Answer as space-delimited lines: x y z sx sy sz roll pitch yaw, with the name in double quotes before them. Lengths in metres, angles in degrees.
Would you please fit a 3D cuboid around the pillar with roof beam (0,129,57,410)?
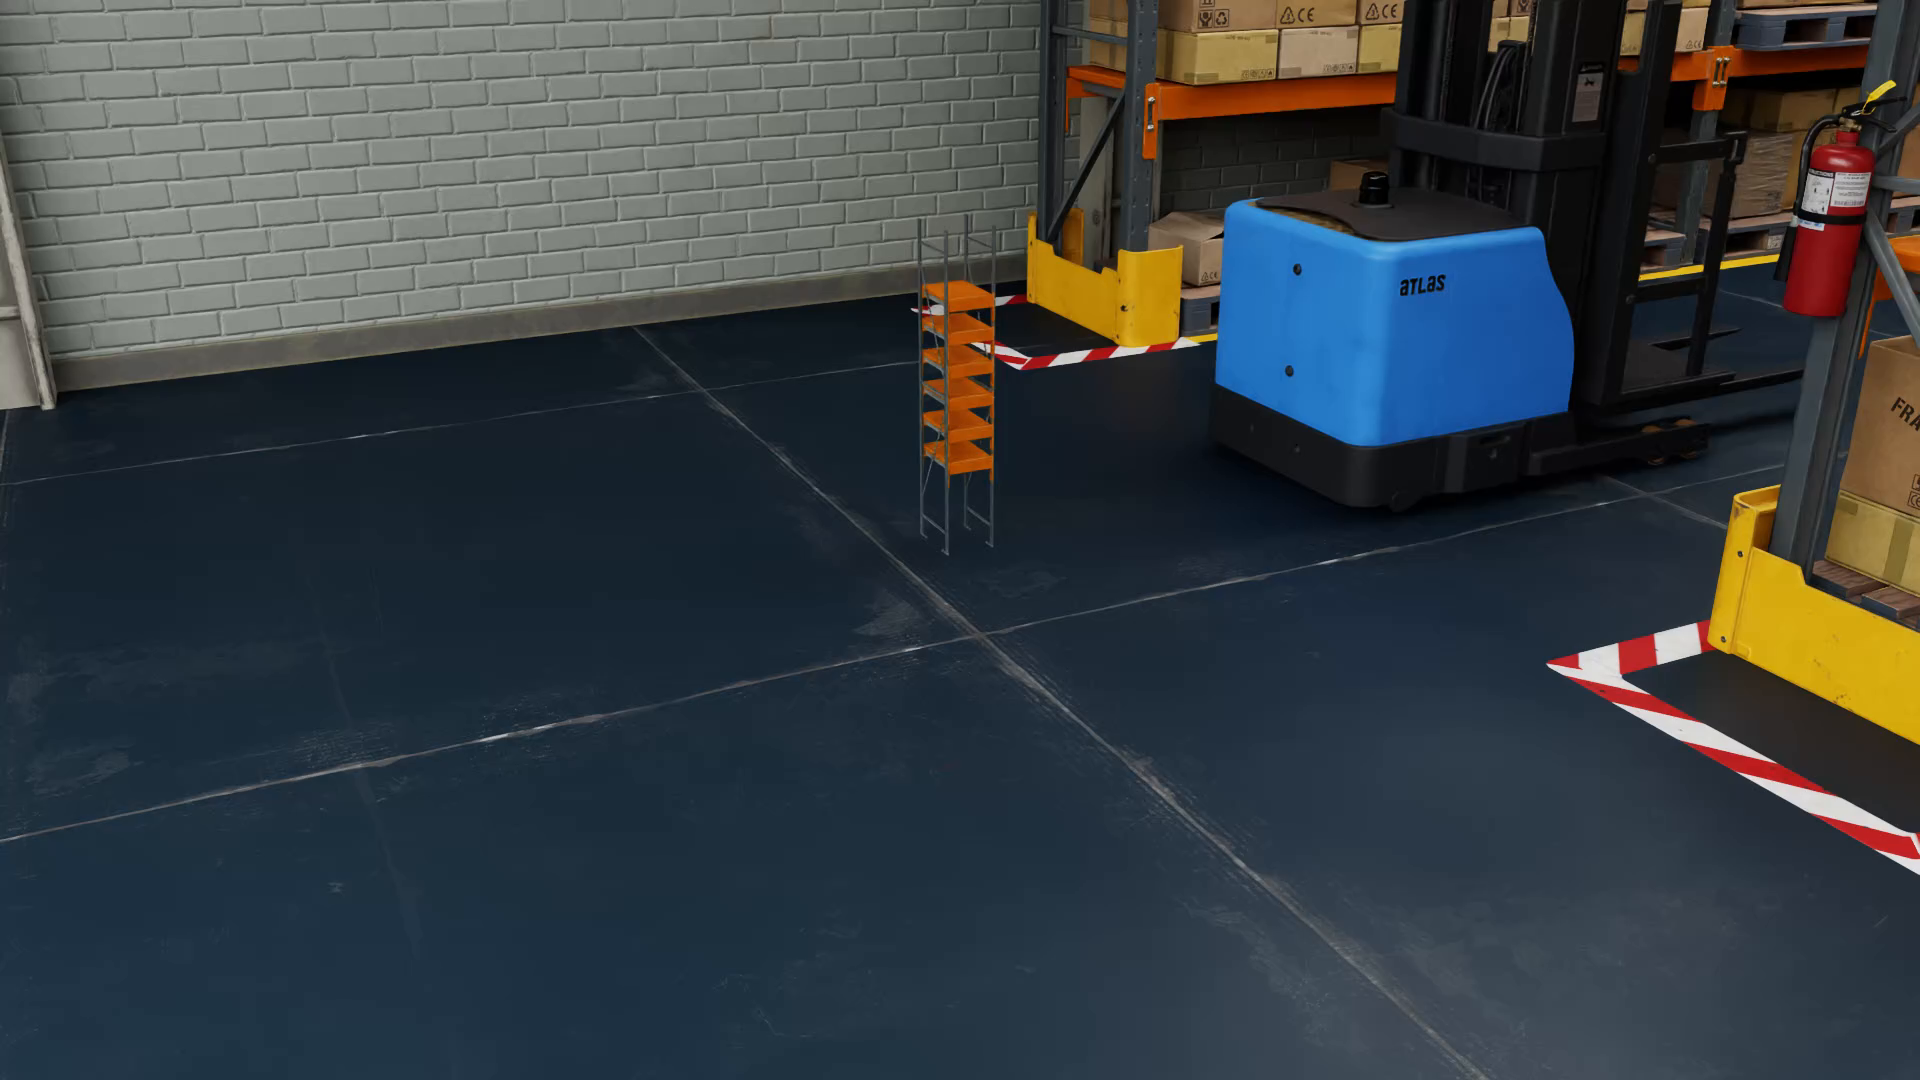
"pillar with roof beam" -2.581 -3.306 2.471 0.400 9.000 9.100 -10 25 -24

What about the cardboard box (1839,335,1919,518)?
"cardboard box" 3.209 -0.354 5.248 0.500 0.500 0.500 -10 25 -24

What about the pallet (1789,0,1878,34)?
"pallet" 6.146 -3.494 11.021 1.213 0.211 1.003 -10 25 -24

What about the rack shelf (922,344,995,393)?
"rack shelf" -0.013 -0.622 5.986 0.180 0.103 0.258 -10 25 -24

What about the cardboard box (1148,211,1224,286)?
"cardboard box" 1.366 -1.643 9.238 0.500 0.311 0.500 -14 26 -30

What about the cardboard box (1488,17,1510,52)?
"cardboard box" 2.660 -2.767 9.182 0.500 0.250 0.500 -10 25 -23

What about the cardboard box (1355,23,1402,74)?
"cardboard box" 2.204 -2.684 8.981 0.500 0.250 0.500 -11 25 -24

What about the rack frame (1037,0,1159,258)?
"rack frame" 0.703 -2.599 8.606 0.127 3.000 1.000 -10 25 -24

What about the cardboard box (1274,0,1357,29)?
"cardboard box" 1.713 -2.939 8.618 0.500 0.500 0.500 -10 25 -23

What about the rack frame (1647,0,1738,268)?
"rack frame" 4.307 -3.262 10.209 0.127 3.000 1.000 -10 25 -24

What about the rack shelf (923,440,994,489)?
"rack shelf" -0.013 -0.289 6.124 0.180 0.103 0.258 -10 25 -24

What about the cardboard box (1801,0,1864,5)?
"cardboard box" 5.287 -3.674 10.499 0.500 0.500 0.700 -8 24 -18

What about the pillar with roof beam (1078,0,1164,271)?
"pillar with roof beam" 2.826 -4.301 4.875 0.400 9.000 9.100 -10 25 -24

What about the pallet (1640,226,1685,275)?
"pallet" 3.718 -1.850 10.443 1.213 0.211 1.003 -10 25 -24

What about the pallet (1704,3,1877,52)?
"pallet" 5.059 -3.250 10.430 1.213 0.211 1.003 -10 25 -24

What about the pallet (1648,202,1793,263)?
"pallet" 5.008 -2.103 11.055 1.213 0.211 1.003 -10 25 -24

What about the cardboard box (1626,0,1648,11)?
"cardboard box" 3.568 -3.279 9.438 0.500 0.500 0.500 -11 25 -24

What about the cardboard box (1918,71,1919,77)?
"cardboard box" 6.745 -3.110 11.554 0.500 0.250 0.500 -10 24 -23

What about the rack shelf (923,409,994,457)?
"rack shelf" -0.013 -0.400 6.078 0.180 0.103 0.258 -10 25 -24

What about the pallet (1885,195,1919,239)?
"pallet" 6.109 -2.307 11.548 1.213 0.211 1.003 -10 25 -24

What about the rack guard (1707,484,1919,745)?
"rack guard" 2.833 0.267 4.952 0.348 0.500 1.175 -10 25 -24

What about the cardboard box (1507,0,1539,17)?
"cardboard box" 3.110 -3.199 9.246 0.500 0.500 0.500 -11 25 -25

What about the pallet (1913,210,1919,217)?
"pallet" 7.207 -2.508 12.033 1.213 0.211 1.003 -10 25 -24

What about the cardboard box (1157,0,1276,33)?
"cardboard box" 1.264 -2.861 8.428 0.500 0.500 0.500 -10 25 -24

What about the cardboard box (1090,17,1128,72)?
"cardboard box" 1.040 -2.683 8.979 0.500 0.250 0.500 -10 25 -23

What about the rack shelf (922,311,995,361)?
"rack shelf" -0.013 -0.733 5.940 0.180 0.103 0.258 -10 25 -24

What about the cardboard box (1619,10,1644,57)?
"cardboard box" 3.560 -2.939 9.599 0.500 0.250 0.500 -10 25 -23

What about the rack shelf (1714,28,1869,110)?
"rack shelf" 6.110 -3.261 11.148 4.000 0.370 1.077 -10 25 -24

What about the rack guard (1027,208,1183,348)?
"rack guard" 0.772 -1.456 9.114 0.348 0.500 1.175 -10 25 -24

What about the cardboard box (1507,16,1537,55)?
"cardboard box" 3.113 -2.850 9.384 0.500 0.250 0.500 -11 25 -24

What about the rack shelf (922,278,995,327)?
"rack shelf" -0.013 -0.844 5.894 0.180 0.103 0.258 -10 25 -24

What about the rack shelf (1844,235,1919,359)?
"rack shelf" 4.657 -0.891 5.422 4.000 0.370 1.077 -10 25 -24

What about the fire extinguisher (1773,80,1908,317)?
"fire extinguisher" 2.547 -0.997 4.837 0.183 0.674 0.296 -10 25 -24

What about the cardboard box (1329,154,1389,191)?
"cardboard box" 2.562 -1.930 9.683 0.500 0.500 0.700 -12 25 -27

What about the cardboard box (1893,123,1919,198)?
"cardboard box" 6.335 -2.699 11.541 0.500 0.500 0.700 -11 25 -24

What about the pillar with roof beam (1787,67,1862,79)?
"pillar with roof beam" 8.232 -5.296 7.279 0.400 9.000 9.100 -10 25 -24

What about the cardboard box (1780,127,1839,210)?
"cardboard box" 5.407 -2.541 11.160 0.500 0.500 0.700 -11 25 -25

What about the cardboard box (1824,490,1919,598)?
"cardboard box" 3.210 -0.006 5.390 0.500 0.250 0.500 -10 25 -24

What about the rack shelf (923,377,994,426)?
"rack shelf" -0.013 -0.511 6.032 0.180 0.103 0.258 -10 25 -24

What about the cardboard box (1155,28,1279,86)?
"cardboard box" 1.281 -2.510 8.562 0.500 0.250 0.500 -11 25 -25

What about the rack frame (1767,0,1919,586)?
"rack frame" 2.855 -0.892 4.483 0.127 3.000 1.000 -10 25 -24

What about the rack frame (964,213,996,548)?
"rack frame" 0.069 -0.567 6.051 0.006 1.200 0.240 -10 25 -24

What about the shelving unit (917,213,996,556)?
"shelving unit" -0.013 -0.552 6.015 0.189 1.200 0.258 -10 25 -24

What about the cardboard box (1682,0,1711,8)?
"cardboard box" 4.016 -3.364 9.643 0.500 0.500 0.500 -10 25 -24

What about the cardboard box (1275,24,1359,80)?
"cardboard box" 1.742 -2.601 8.782 0.500 0.250 0.500 -11 25 -25

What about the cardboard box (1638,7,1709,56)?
"cardboard box" 4.012 -3.019 9.791 0.500 0.250 0.500 -10 25 -23

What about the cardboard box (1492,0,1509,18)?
"cardboard box" 2.642 -3.112 9.037 0.500 0.500 0.500 -10 24 -22

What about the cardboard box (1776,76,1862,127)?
"cardboard box" 5.826 -2.947 11.159 0.500 0.250 0.500 -11 25 -25

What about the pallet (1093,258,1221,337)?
"pallet" 1.519 -1.445 9.466 1.213 0.211 1.003 -10 25 -24

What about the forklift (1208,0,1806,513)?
"forklift" 2.619 -1.836 6.853 3.031 2.935 1.130 -11 25 -24

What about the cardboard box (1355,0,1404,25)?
"cardboard box" 2.182 -3.023 8.820 0.500 0.500 0.500 -11 25 -25

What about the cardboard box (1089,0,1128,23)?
"cardboard box" 1.036 -3.036 8.853 0.500 0.500 0.500 -11 25 -24

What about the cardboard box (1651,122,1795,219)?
"cardboard box" 4.963 -2.438 10.911 0.500 0.500 0.700 -10 24 -22

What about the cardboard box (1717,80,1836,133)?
"cardboard box" 5.359 -2.859 10.947 0.500 0.250 0.500 -11 25 -25

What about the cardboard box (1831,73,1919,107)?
"cardboard box" 6.283 -3.023 11.344 0.500 0.250 0.500 -11 25 -24

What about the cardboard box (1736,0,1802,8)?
"cardboard box" 4.781 -3.584 10.281 0.500 0.500 0.700 -10 25 -23

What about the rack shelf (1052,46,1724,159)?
"rack shelf" 2.505 -2.598 9.545 4.000 0.370 1.077 -10 25 -24

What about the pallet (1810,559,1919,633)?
"pallet" 3.526 0.255 5.358 1.213 0.211 1.003 -10 25 -24

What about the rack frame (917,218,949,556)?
"rack frame" -0.095 -0.537 5.978 0.006 1.200 0.240 -10 25 -24
